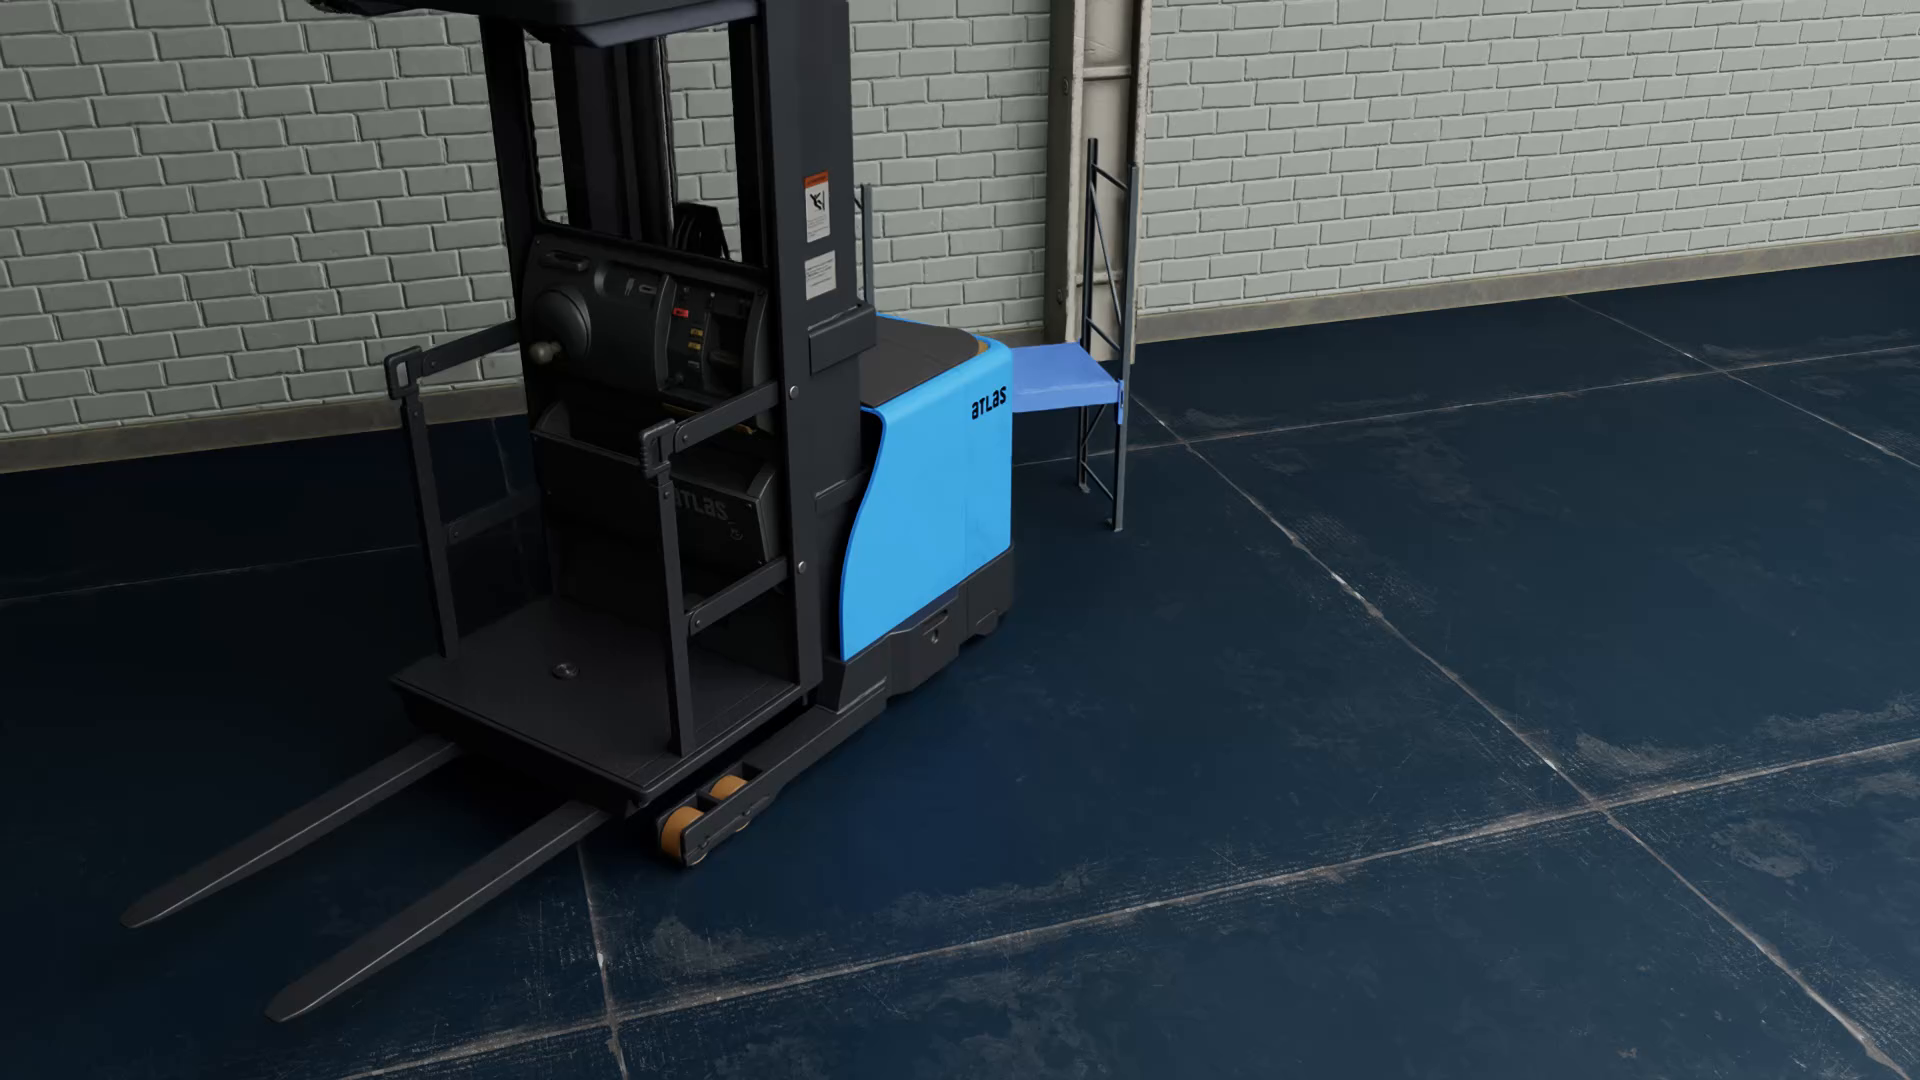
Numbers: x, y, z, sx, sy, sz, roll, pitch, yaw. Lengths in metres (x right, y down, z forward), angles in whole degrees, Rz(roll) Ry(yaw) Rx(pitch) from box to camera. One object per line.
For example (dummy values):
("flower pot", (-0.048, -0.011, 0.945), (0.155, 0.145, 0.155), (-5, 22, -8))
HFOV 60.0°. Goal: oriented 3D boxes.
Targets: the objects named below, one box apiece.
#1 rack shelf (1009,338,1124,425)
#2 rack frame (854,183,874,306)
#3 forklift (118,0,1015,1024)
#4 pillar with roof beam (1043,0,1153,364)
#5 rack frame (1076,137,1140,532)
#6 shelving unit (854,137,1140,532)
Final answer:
("rack shelf", (0.095, -0.594, 6.665), (1.000, 0.185, 0.538), (-7, 27, -14))
("rack frame", (-0.395, -0.696, 6.465), (0.032, 1.500, 0.500), (-7, 27, -14))
("forklift", (-1.044, -0.609, 4.680), (1.130, 2.935, 3.031), (17, 31, 30))
("pillar with roof beam", (2.001, -3.158, 2.991), (0.400, 9.000, 9.100), (-8, 28, -16))
("rack frame", (0.586, -0.815, 6.705), (0.032, 1.500, 0.500), (-7, 27, -14))
("shelving unit", (0.095, -0.755, 6.585), (1.048, 1.500, 0.538), (-7, 27, -14))
